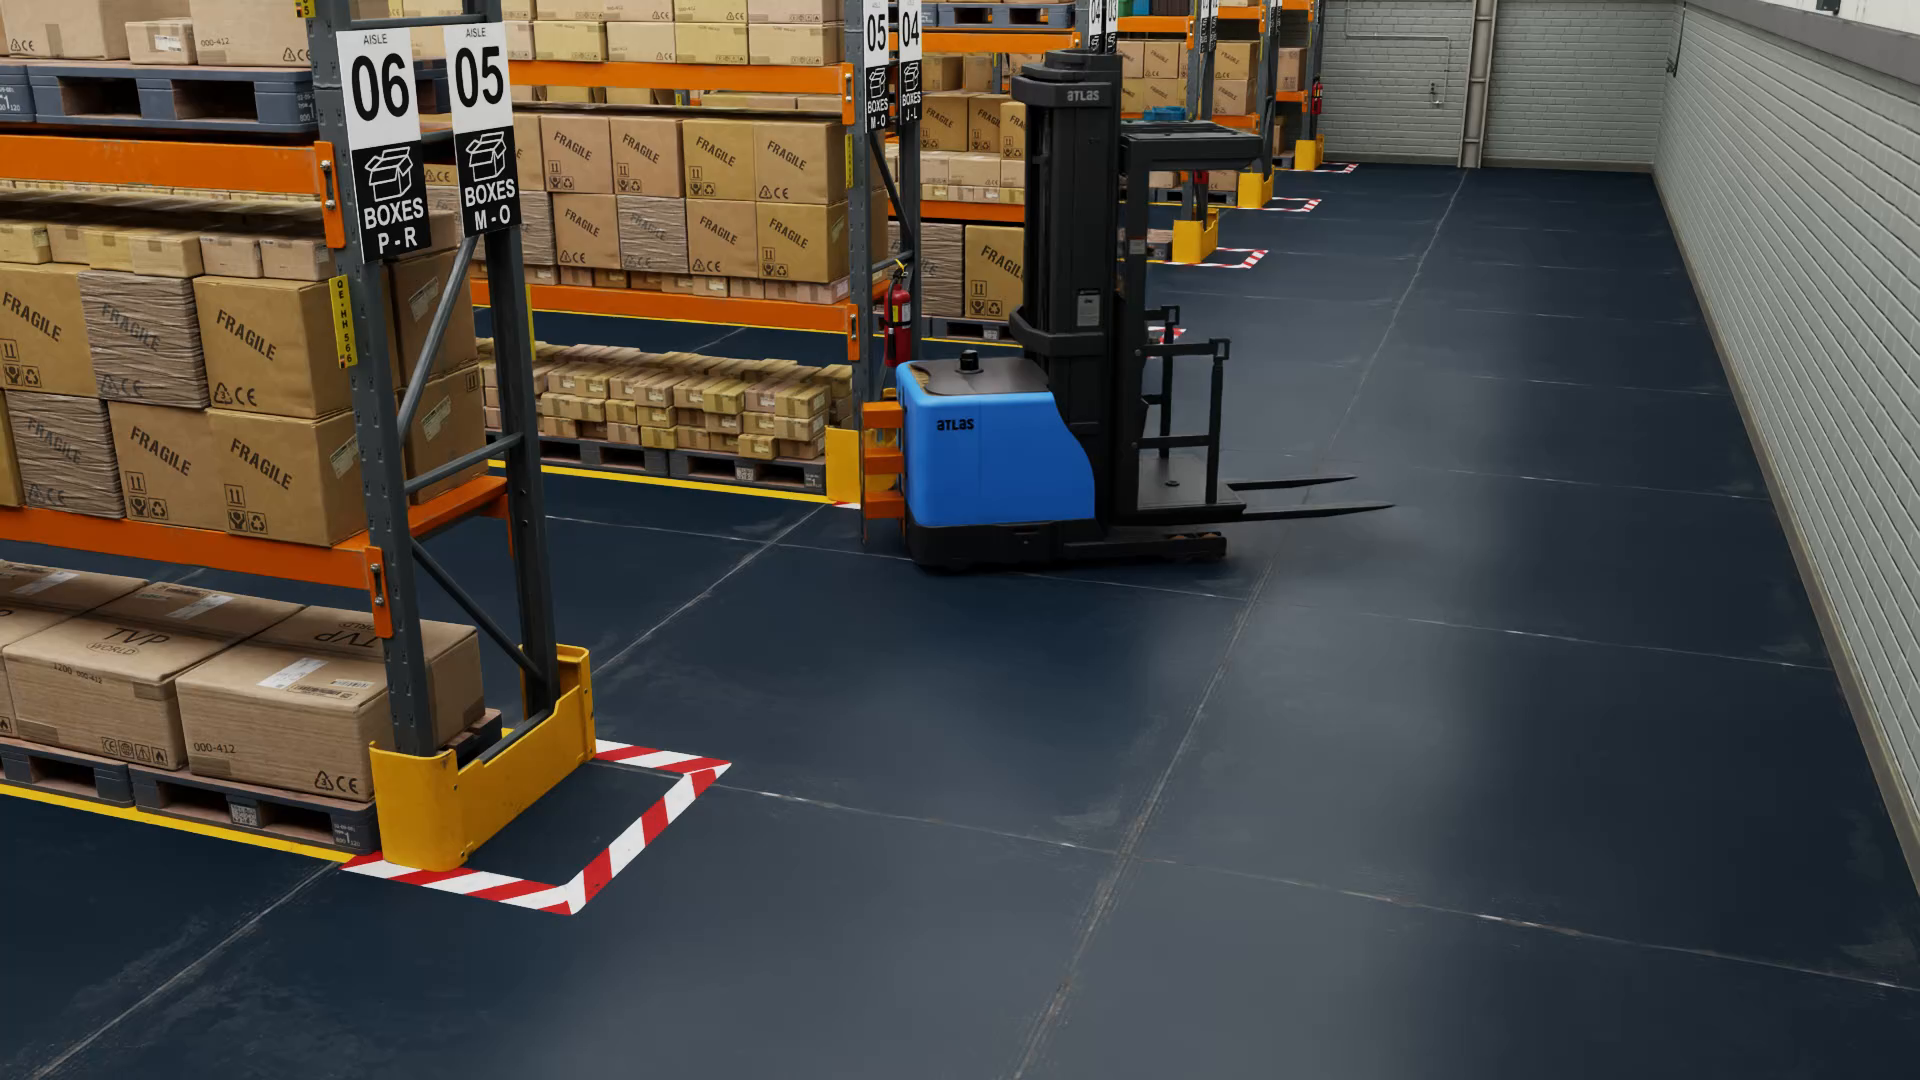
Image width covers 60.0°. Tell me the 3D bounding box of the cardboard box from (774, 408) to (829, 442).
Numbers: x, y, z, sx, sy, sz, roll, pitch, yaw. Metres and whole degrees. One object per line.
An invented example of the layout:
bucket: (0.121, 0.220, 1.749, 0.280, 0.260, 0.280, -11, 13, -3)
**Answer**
cardboard box: (-1.083, -0.803, 11.386, 0.250, 0.149, 0.380, 6, 20, 17)

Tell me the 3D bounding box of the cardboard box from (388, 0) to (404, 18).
cardboard box: (-3.893, -3.729, 11.451, 0.500, 0.250, 0.500, 7, 20, 20)

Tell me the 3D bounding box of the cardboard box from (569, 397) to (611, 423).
cardboard box: (-2.573, -0.965, 11.851, 0.250, 0.149, 0.380, 7, 20, 19)

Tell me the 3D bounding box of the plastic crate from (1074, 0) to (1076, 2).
plastic crate: (1.505, -6.551, 20.172, 0.767, 0.338, 0.504, 7, 20, 18)

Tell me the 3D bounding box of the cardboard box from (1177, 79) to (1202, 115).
cardboard box: (3.484, -6.519, 24.391, 0.500, 0.500, 0.500, 7, 20, 19)

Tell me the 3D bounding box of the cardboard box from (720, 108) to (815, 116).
cardboard box: (-1.306, -2.685, 11.422, 0.500, 0.500, 0.500, 7, 20, 20)

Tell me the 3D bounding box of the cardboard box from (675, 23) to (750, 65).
cardboard box: (-1.491, -3.207, 10.713, 0.500, 0.250, 0.500, 7, 20, 18)

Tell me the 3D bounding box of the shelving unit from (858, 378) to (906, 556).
shelving unit: (-0.472, -0.436, 10.056, 0.252, 1.050, 0.215, -3, 19, -9)

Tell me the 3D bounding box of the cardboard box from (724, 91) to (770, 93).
cardboard box: (-2.024, -4.262, 16.707, 0.500, 0.500, 0.500, 7, 20, 20)

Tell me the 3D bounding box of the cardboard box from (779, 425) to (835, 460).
cardboard box: (-1.056, -0.686, 11.503, 0.250, 0.149, 0.380, 7, 20, 19)

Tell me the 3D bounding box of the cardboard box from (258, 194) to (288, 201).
cardboard box: (-4.959, -2.504, 12.316, 0.250, 0.149, 0.380, 7, 20, 18)

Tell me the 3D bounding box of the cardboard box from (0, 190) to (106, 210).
cardboard box: (-3.978, -1.436, 7.304, 0.250, 0.149, 0.380, 7, 20, 18)

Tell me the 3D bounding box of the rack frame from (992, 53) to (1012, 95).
rack frame: (0.709, -6.885, 25.593, 0.127, 3.000, 1.000, 7, 20, 18)

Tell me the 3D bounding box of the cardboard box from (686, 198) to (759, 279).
cardboard box: (-1.484, -2.055, 11.134, 0.500, 0.500, 0.500, 6, 20, 17)

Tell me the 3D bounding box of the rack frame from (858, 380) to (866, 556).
rack frame: (-0.592, -0.429, 10.036, 0.008, 1.050, 0.200, -3, 19, -9)

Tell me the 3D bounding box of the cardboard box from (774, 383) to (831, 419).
cardboard box: (-1.074, -0.953, 11.366, 0.250, 0.149, 0.380, 7, 20, 19)

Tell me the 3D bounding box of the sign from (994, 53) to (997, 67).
sign: (0.530, -7.259, 24.907, 0.005, 0.325, 0.100, 7, 20, 18)

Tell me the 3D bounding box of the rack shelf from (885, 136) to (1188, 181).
rack shelf: (0.969, -4.789, 20.675, 4.000, 0.370, 1.077, 7, 20, 18)

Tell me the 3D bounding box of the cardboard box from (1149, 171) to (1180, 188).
cardboard box: (3.005, -5.456, 25.004, 0.500, 0.250, 0.500, 7, 20, 18)

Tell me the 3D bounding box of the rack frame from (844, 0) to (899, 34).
rack frame: (-0.490, -4.675, 10.138, 0.127, 3.000, 1.000, 7, 20, 18)

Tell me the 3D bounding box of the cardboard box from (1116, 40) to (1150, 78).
cardboard box: (2.523, -7.099, 24.537, 0.500, 0.500, 0.500, 7, 20, 20)

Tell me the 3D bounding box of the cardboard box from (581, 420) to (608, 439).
cardboard box: (-2.518, -0.855, 11.987, 0.250, 0.149, 0.380, 7, 20, 20)

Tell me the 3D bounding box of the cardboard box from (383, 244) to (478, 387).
cardboard box: (-2.379, -0.952, 6.901, 0.500, 0.500, 0.500, 6, 20, 17)

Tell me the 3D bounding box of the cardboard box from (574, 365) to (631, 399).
cardboard box: (-2.544, -1.128, 11.869, 0.250, 0.149, 0.380, 7, 20, 18)

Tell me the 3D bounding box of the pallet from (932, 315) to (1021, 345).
pallet: (0.452, -2.118, 16.156, 1.213, 0.211, 1.003, 7, 20, 18)

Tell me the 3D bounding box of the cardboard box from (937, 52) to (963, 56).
cardboard box: (-0.113, -8.809, 30.480, 0.500, 0.500, 0.500, 6, 20, 18)

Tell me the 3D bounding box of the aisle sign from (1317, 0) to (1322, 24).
aisle sign: (6.079, -9.120, 28.056, 0.004, 0.787, 0.394, 7, 20, 18)

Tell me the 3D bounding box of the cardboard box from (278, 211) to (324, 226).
cardboard box: (-2.535, -1.248, 6.766, 0.250, 0.149, 0.380, 7, 20, 19)

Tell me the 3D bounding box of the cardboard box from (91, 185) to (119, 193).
cardboard box: (-6.440, -2.673, 12.801, 0.250, 0.149, 0.380, 6, 20, 18)

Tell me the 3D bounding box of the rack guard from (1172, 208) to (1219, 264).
rack guard: (2.885, -3.734, 20.352, 0.348, 0.500, 1.175, 7, 20, 18)

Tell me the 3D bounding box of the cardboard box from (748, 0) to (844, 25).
cardboard box: (-1.009, -3.394, 10.490, 0.500, 0.250, 0.500, 6, 20, 16)

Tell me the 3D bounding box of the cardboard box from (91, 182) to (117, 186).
cardboard box: (-6.432, -2.815, 12.757, 0.250, 0.149, 0.380, 7, 20, 20)

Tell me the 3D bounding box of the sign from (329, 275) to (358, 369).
sign: (-2.211, -0.783, 5.970, 0.005, 0.325, 0.100, 7, 20, 18)

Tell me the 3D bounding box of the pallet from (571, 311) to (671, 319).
pallet: (-3.299, -2.548, 17.389, 1.213, 0.211, 1.003, 7, 20, 18)

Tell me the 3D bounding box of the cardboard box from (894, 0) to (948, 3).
cardboard box: (-0.272, -5.261, 15.435, 0.500, 0.500, 0.700, 5, 20, 14)

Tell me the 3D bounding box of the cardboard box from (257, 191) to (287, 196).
cardboard box: (-4.966, -2.646, 12.272, 0.250, 0.149, 0.380, 6, 20, 16)

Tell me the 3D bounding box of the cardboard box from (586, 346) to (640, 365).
cardboard box: (-2.591, -1.331, 12.451, 0.250, 0.149, 0.380, 6, 20, 16)

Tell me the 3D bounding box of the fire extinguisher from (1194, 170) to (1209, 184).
fire extinguisher: (2.852, -4.543, 19.559, 0.183, 0.674, 0.296, 7, 20, 18)

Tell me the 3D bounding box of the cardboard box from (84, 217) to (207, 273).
cardboard box: (-3.168, -1.156, 6.501, 0.250, 0.149, 0.380, 7, 20, 19)

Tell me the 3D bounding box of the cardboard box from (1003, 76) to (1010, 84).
cardboard box: (0.965, -8.384, 30.245, 0.250, 0.149, 0.380, 7, 20, 18)

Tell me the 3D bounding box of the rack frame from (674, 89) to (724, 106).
rack frame: (-2.546, -3.805, 16.758, 0.127, 3.000, 1.000, 7, 20, 18)

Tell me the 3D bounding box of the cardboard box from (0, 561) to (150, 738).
cardboard box: (-4.394, 0.485, 7.704, 0.875, 0.438, 0.875, 6, 20, 16)

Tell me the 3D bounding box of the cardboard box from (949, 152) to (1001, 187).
cardboard box: (0.209, -3.467, 15.566, 0.500, 0.250, 0.500, 6, 20, 17)

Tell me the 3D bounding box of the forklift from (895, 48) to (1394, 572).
forklift: (1.154, -1.411, 9.996, 3.031, 2.935, 1.130, -3, 19, -9)

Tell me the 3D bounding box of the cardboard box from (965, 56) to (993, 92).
cardboard box: (0.335, -7.251, 25.854, 0.500, 0.500, 0.700, 0, 19, 0)

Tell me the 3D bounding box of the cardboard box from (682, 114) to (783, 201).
cardboard box: (-1.483, -2.528, 10.973, 0.500, 0.500, 0.500, 6, 20, 16)

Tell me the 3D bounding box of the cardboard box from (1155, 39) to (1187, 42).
cardboard box: (3.187, -7.212, 24.860, 0.500, 0.500, 0.500, 7, 20, 19)

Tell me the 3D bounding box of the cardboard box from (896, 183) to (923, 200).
cardboard box: (-0.422, -3.328, 15.772, 0.250, 0.149, 0.380, 7, 20, 18)

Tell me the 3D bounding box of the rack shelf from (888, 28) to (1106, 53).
rack shelf: (-0.656, -4.666, 15.763, 4.000, 0.370, 1.077, 7, 20, 18)

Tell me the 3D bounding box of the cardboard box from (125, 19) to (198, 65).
cardboard box: (-2.896, -1.876, 6.259, 0.250, 0.149, 0.380, 5, 20, 14)

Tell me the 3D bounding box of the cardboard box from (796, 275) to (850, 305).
cardboard box: (-0.891, -1.670, 11.016, 0.250, 0.149, 0.380, 7, 20, 18)

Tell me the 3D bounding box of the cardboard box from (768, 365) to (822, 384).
cardboard box: (-1.174, -1.129, 11.872, 0.250, 0.149, 0.380, 7, 20, 19)

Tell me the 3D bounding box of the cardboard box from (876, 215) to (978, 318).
cardboard box: (-0.258, -2.711, 16.208, 0.875, 0.875, 0.875, 7, 20, 18)

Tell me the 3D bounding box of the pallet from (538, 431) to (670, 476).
pallet: (-2.467, -0.764, 12.271, 1.213, 0.211, 1.003, 7, 20, 18)

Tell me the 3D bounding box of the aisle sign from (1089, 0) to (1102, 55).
aisle sign: (1.202, -4.500, 14.801, 0.004, 0.787, 0.394, 7, 20, 18)

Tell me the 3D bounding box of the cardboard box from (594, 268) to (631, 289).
cardboard box: (-2.335, -1.861, 11.561, 0.250, 0.149, 0.380, 7, 20, 19)
